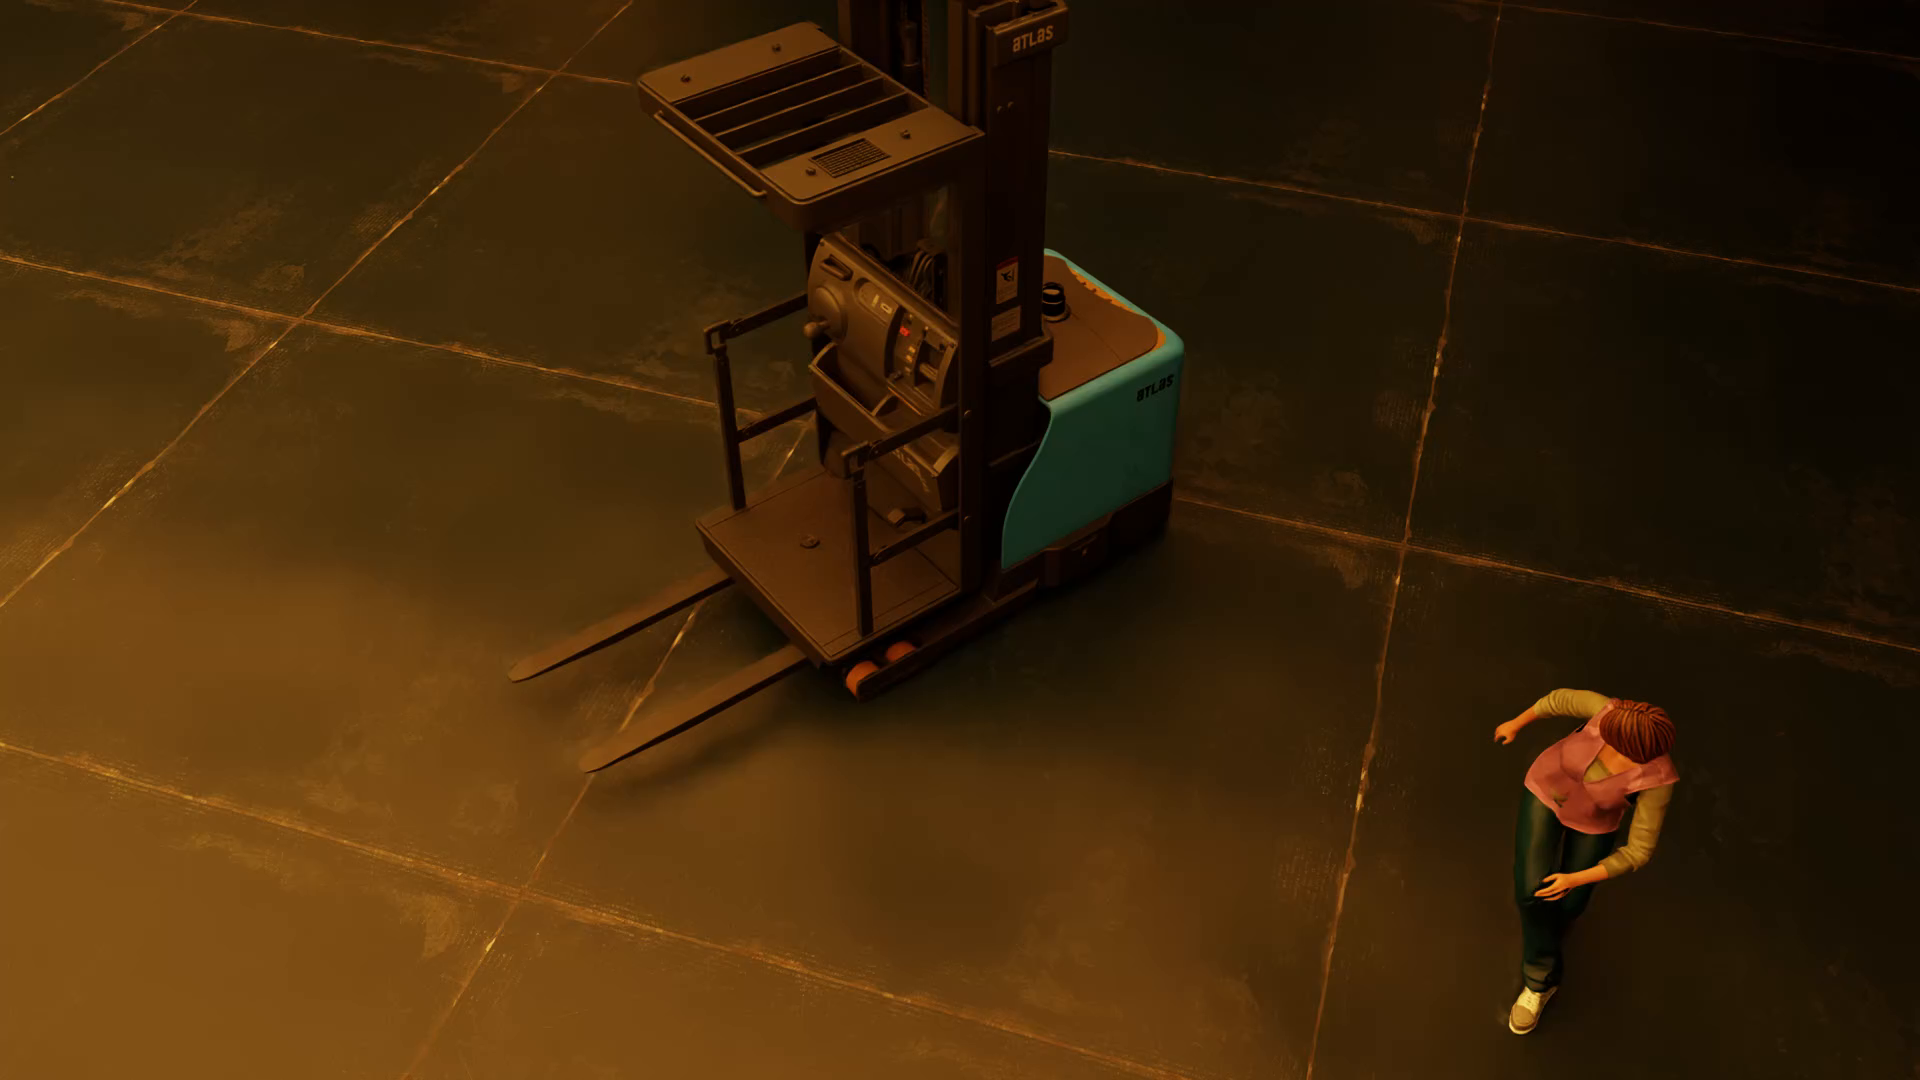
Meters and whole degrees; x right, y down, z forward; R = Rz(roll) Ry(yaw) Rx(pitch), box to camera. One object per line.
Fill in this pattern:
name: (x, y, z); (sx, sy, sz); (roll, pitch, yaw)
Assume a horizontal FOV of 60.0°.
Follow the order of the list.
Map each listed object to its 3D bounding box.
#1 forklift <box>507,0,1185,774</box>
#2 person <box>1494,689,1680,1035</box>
forklift: (-0.484, -0.802, 6.551); (3.031, 2.935, 1.130); (-28, 50, -27)
person: (2.036, 0.994, 5.720); (0.640, 1.448, 0.720); (25, 48, 25)
